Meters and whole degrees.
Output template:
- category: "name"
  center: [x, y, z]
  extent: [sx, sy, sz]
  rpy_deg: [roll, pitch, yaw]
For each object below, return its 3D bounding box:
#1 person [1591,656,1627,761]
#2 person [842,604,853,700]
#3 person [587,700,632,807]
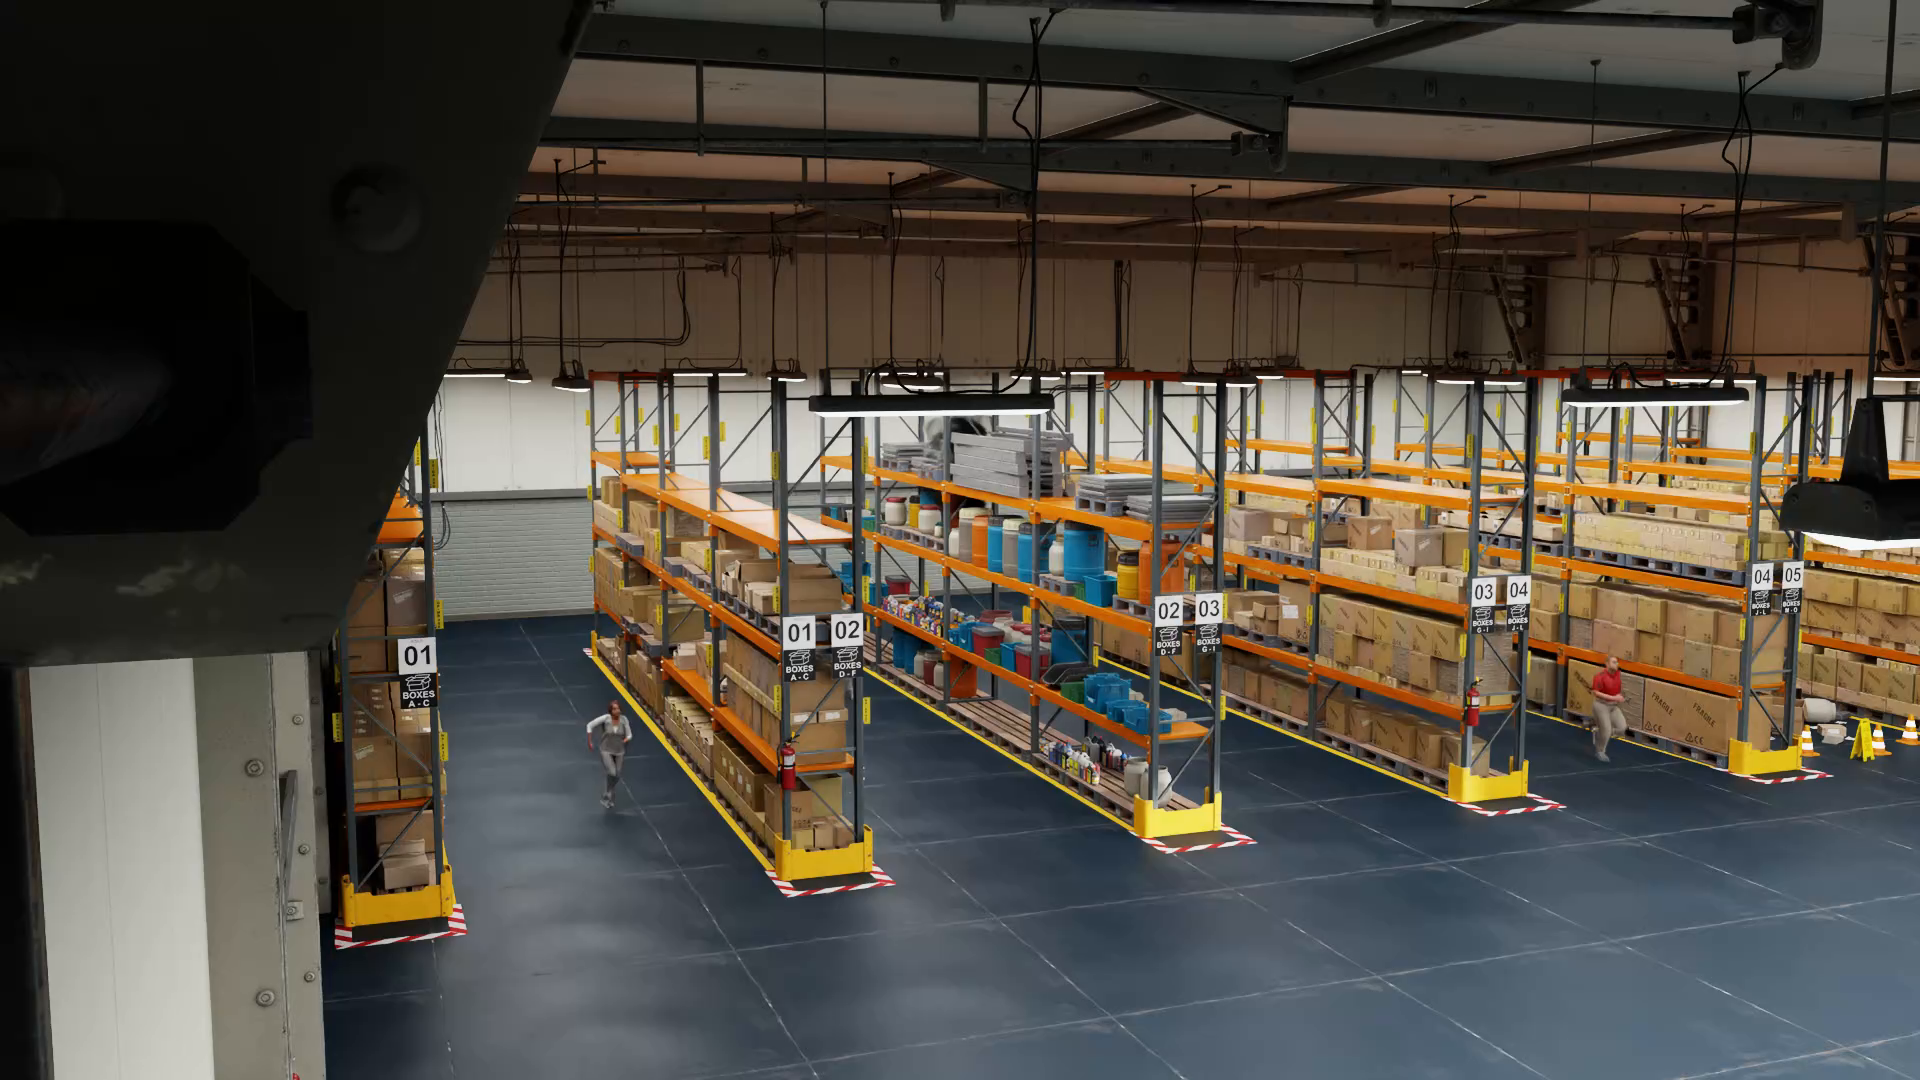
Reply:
- category: "person"
  center: [10.127, 2.621, 25.890]
  extent: [0.701, 1.676, 0.656]
  rpy_deg: [-4, 7, -29]
- category: "person"
  center: [-2.010, 1.943, 29.412]
  extent: [0.643, 1.686, 0.673]
  rpy_deg: [-2, 7, -20]
- category: "person"
  center: [-4.830, 2.994, 23.068]
  extent: [0.569, 1.524, 0.680]
  rpy_deg: [-3, 7, -28]
